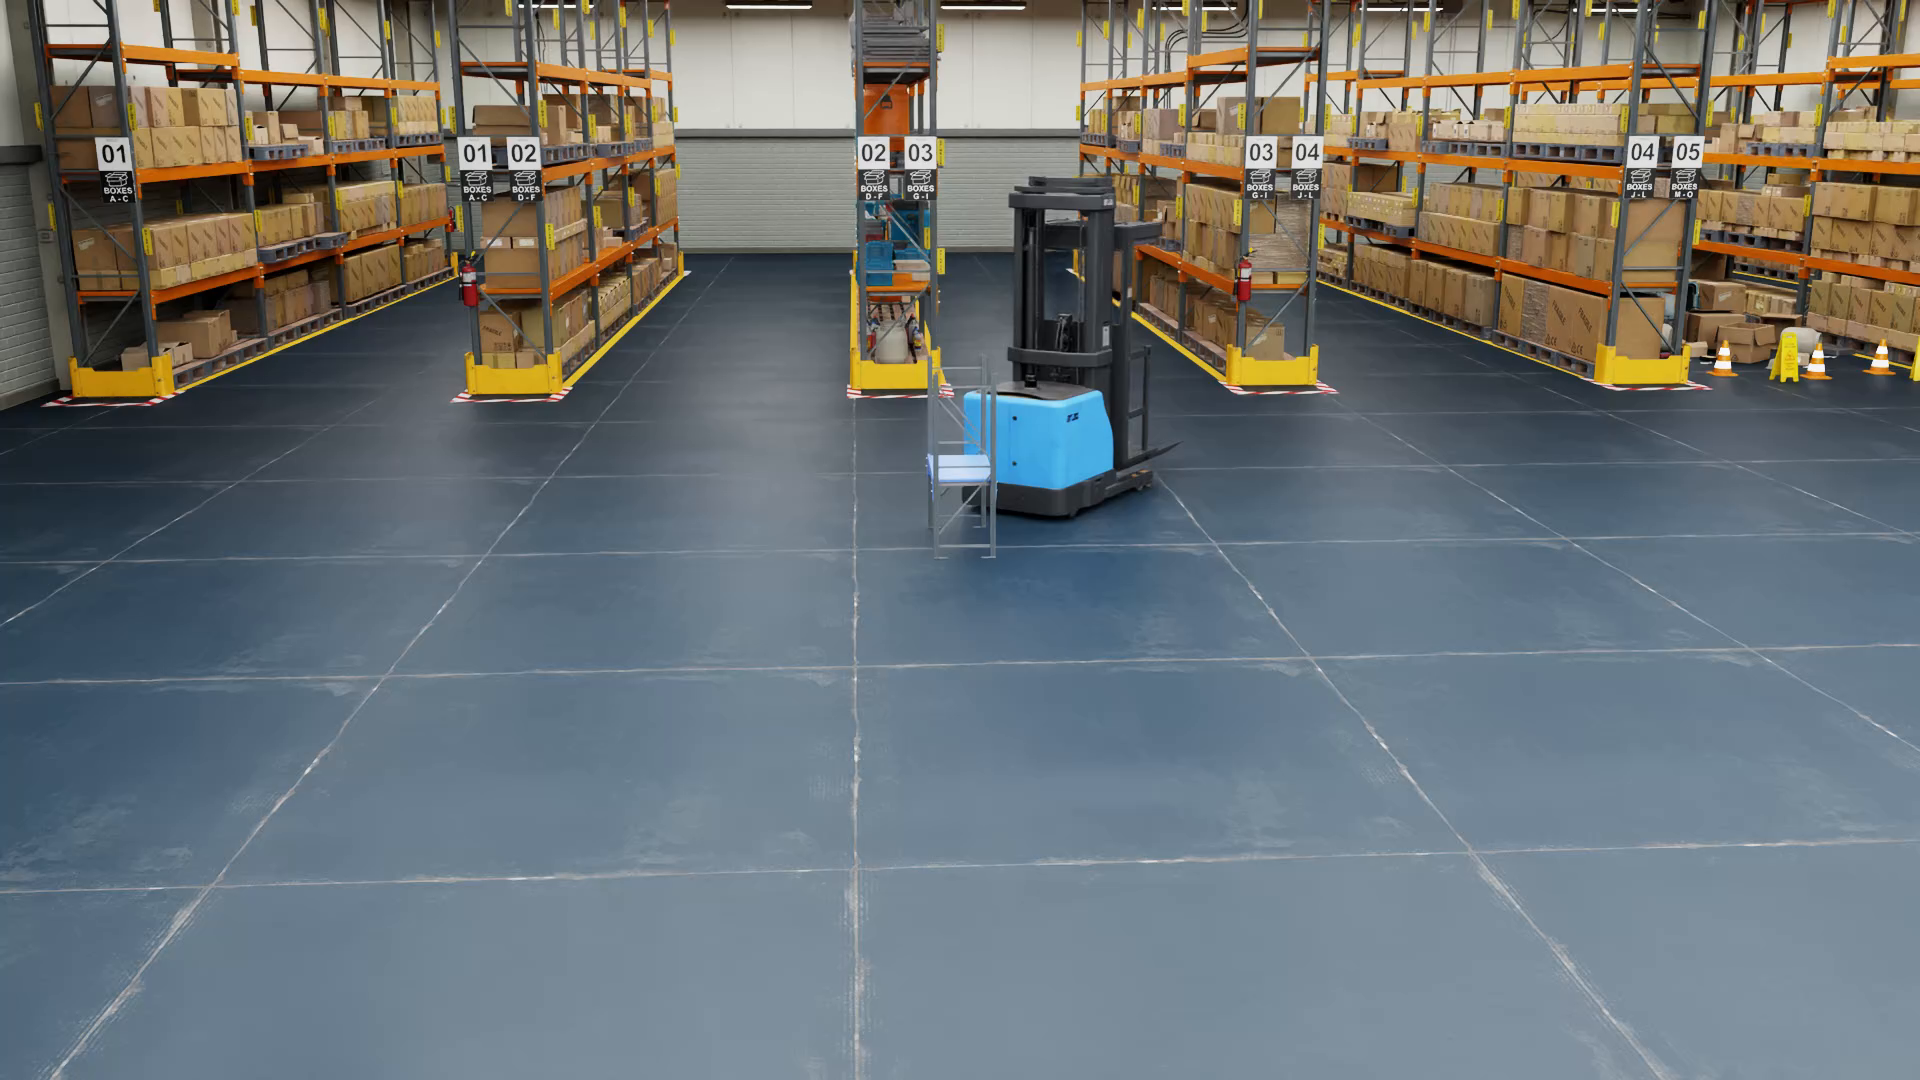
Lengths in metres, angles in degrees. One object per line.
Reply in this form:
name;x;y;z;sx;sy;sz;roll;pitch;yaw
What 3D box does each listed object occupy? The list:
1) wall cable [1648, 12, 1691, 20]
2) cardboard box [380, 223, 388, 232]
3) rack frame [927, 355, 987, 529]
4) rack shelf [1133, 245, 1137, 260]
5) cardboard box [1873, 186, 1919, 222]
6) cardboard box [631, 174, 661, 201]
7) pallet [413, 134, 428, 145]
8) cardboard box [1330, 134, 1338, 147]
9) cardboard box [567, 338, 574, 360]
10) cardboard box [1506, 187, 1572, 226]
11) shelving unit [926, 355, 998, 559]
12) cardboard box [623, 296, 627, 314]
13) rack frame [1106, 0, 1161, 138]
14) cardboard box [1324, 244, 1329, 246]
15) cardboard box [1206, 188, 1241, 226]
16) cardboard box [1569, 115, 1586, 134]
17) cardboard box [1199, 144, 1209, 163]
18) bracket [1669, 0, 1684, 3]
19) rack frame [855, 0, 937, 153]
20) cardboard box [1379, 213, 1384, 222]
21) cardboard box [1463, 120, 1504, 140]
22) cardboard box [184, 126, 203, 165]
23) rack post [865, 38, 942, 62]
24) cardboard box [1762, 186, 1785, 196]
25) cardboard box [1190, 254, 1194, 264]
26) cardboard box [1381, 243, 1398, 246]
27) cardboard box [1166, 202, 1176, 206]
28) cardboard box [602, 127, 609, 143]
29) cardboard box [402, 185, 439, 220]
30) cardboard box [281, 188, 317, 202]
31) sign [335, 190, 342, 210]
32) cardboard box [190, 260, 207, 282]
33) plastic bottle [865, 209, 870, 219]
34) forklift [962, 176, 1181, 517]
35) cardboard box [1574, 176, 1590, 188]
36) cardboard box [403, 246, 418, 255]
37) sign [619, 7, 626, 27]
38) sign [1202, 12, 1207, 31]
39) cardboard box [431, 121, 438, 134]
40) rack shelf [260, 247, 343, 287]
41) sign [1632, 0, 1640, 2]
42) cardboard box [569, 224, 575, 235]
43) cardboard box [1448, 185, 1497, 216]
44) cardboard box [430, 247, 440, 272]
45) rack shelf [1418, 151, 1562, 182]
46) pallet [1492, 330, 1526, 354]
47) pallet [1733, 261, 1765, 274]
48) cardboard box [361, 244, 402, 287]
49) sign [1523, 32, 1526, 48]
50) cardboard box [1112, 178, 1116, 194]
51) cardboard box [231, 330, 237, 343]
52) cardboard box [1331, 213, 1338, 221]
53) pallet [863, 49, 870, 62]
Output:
wall cable;18.930;-14.758;42.162;2.988;3.039;0.133;-1;14;-3
cardboard box;-11.038;-5.897;31.388;0.380;0.149;0.250;-1;14;-3
rack frame;-0.026;-0.832;14.248;0.500;1.500;0.032;-1;14;-3
rack shelf;3.529;-5.664;31.465;1.077;0.370;4.000;-1;14;-3
cardboard box;13.739;-4.856;24.077;0.700;0.500;0.500;-1;14;-4
cardboard box;-6.231;-7.012;33.053;0.500;0.500;0.500;-1;14;-2
pallet;-11.539;-8.197;34.022;1.003;0.211;1.213;-1;14;-3
cardboard box;8.010;-8.310;34.585;0.500;0.250;0.500;-1;14;-4
cardboard box;-5.615;-2.631;22.907;0.500;0.250;0.500;-1;14;-3
cardboard box;8.846;-5.075;25.263;0.875;0.550;0.550;-1;14;-3
shelving unit;0.005;-0.705;13.757;0.538;1.500;1.048;-1;14;-3
cardboard box;-5.923;-3.980;28.149;0.500;0.250;0.500;-1;14;-4
rack frame;3.405;-9.415;32.561;1.000;3.000;0.127;-1;14;-3
cardboard box;7.944;-6.465;36.817;0.380;0.149;0.250;-1;14;-2
cardboard box;3.780;-4.708;23.502;0.500;0.500;0.500;-1;14;-3
cardboard box;8.736;-5.720;22.877;0.500;0.250;0.500;-1;14;-4
cardboard box;3.731;-5.529;23.778;0.500;0.250;0.500;-1;15;-6
bracket;18.208;-13.756;42.206;0.235;0.232;0.430;-1;14;-3
rack frame;-0.795;-6.354;20.664;1.000;3.000;0.127;-1;14;-3
cardboard box;8.060;-6.019;31.060;0.380;0.149;0.250;-2;15;-6
cardboard box;8.529;-6.666;27.029;0.500;0.311;0.500;-1;14;-5
cardboard box;-10.542;-5.290;22.306;0.500;0.500;0.500;0;14;0
rack post;-0.715;-6.302;21.465;0.937;0.300;0.954;1;14;3
cardboard box;13.441;-5.734;27.349;0.380;0.149;0.250;-2;15;-6
cardboard box;3.659;-4.216;24.898;0.380;0.149;0.250;-1;14;-3
cardboard box;8.660;-5.736;32.969;0.500;0.250;0.500;-1;14;-5
cardboard box;3.861;-5.496;28.324;0.700;0.500;0.500;1;14;5
cardboard box;-6.100;-6.705;27.503;0.500;0.250;0.500;0;14;-2
cardboard box;-11.577;-7.113;35.051;0.980;0.700;0.700;-1;14;-4
cardboard box;-11.466;-5.960;28.828;0.500;0.250;0.500;0;14;-2
sign;-10.638;-5.819;28.458;0.100;0.325;0.005;-1;14;-3
cardboard box;-10.468;-3.615;22.318;0.500;0.250;0.500;-1;14;-4
plastic bottle;-1.838;-6.307;32.618;0.144;0.351;0.185;-1;14;-3
forklift;1.206;-1.938;15.677;1.130;2.935;3.031;9;17;30
cardboard box;12.991;-7.309;34.205;0.500;0.500;0.500;-1;14;-4
cardboard box;-11.210;-5.863;33.666;0.380;0.149;0.250;0;14;-2
sign;-5.681;-8.807;28.004;0.100;0.325;0.005;-1;14;-3
sign;4.194;-8.922;28.610;0.100;0.325;0.005;-1;14;-3
cardboard box;-11.364;-8.729;35.171;0.500;0.250;0.500;0;14;-2
rack shelf;-11.055;-4.440;26.707;1.077;0.370;4.000;-1;14;-3
sign;8.563;-6.968;21.016;0.100;0.325;0.005;-1;14;-3
cardboard box;-5.695;-4.414;23.658;0.380;0.149;0.250;-1;14;-4
cardboard box;8.694;-5.734;28.086;0.700;0.500;0.500;-1;14;-4
cardboard box;-11.500;-5.971;35.388;0.700;0.500;0.500;-1;14;-4
rack shelf;8.733;-6.173;27.424;1.077;0.370;4.000;-1;14;-3
pallet;8.826;-3.031;25.383;1.003;0.211;1.213;-1;14;-3
pallet;18.057;-6.168;37.574;1.003;0.211;1.213;-1;14;-3
cardboard box;-11.256;-5.283;32.012;0.750;0.750;0.750;-1;14;-3
sign;12.494;-11.085;36.858;0.100;0.325;0.005;-1;14;-3
cardboard box;3.110;-7.055;33.625;0.500;0.500;0.500;0;14;-2
cardboard box;-10.868;-2.999;24.467;0.380;0.166;0.250;-3;15;-11
cardboard box;7.991;-6.769;34.817;0.380;0.149;0.250;-2;15;-6
pallet;-0.885;-6.555;22.627;1.003;0.211;1.213;-1;14;-3
